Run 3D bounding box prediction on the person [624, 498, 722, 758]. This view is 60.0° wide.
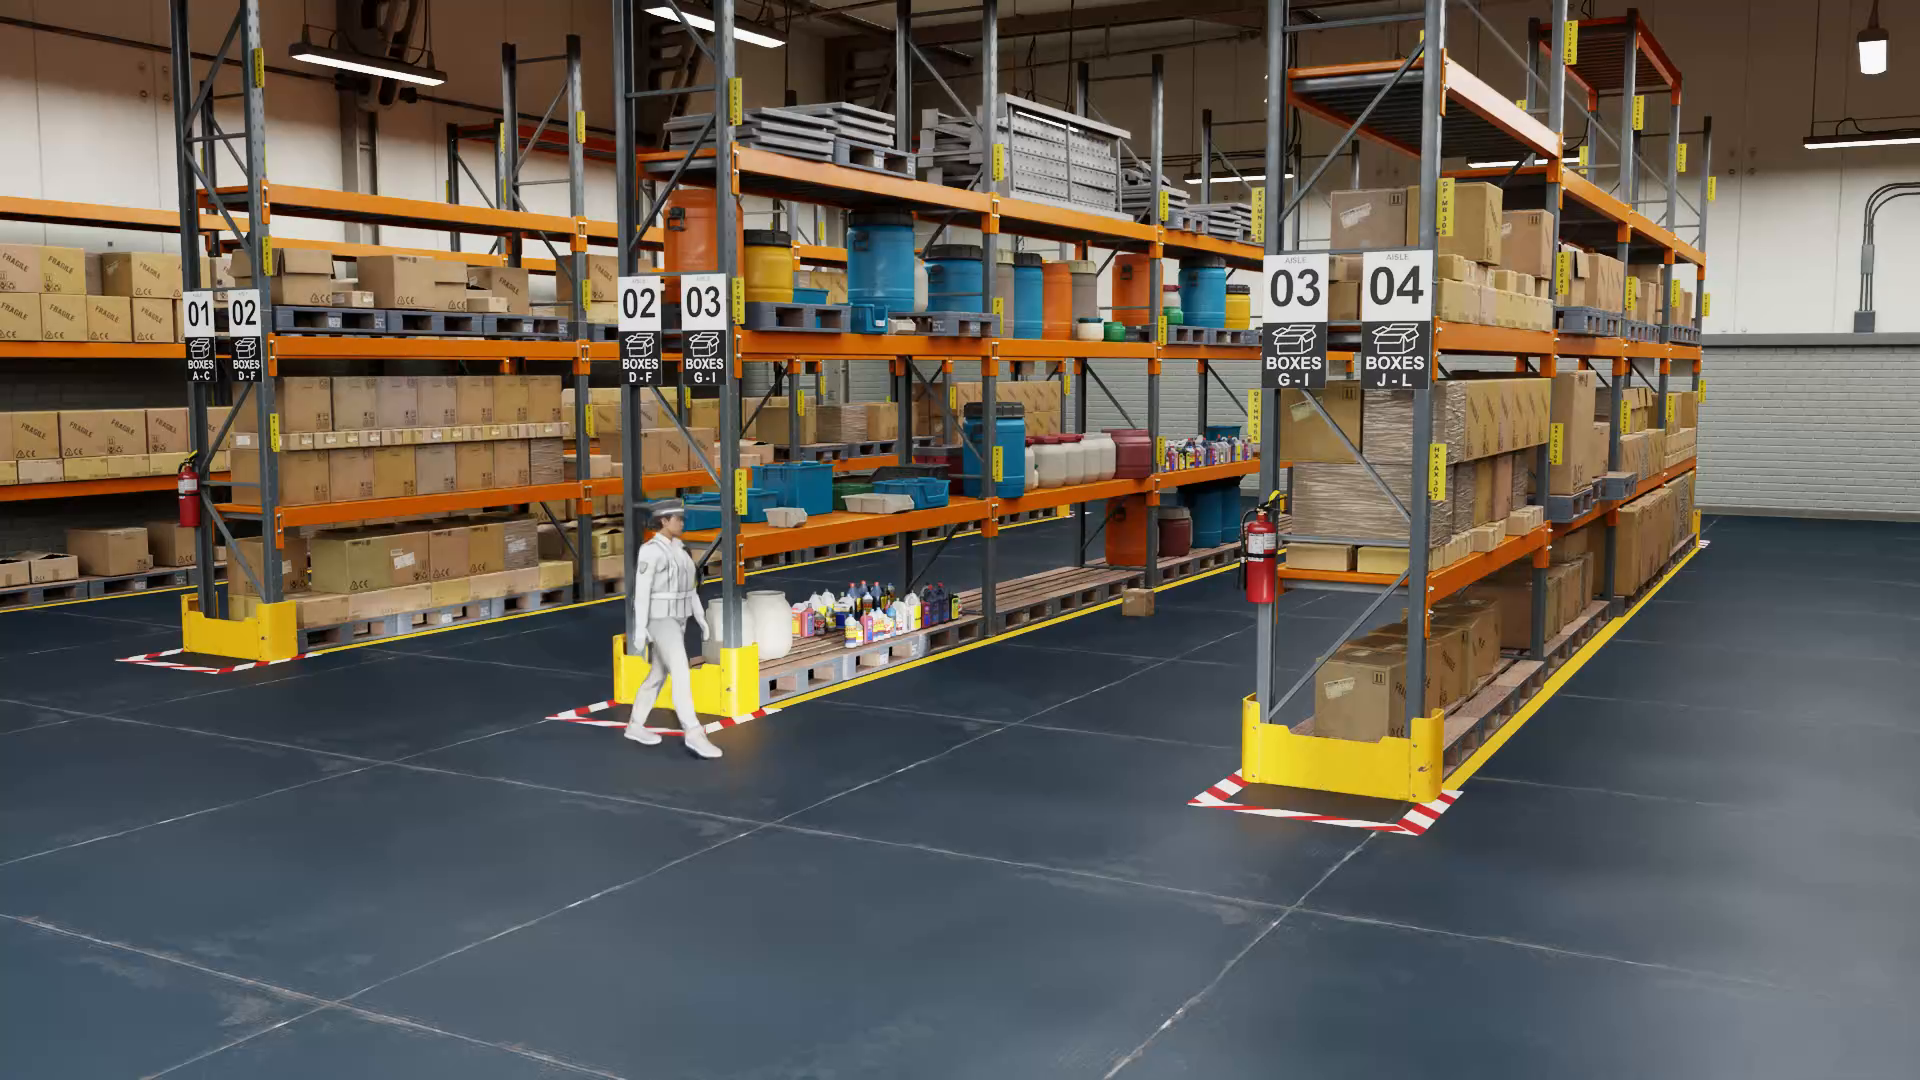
[{"bbox_3d":[-1.868,0.553,11.035,0.797,1.656,0.539,2,6,17],"label":"person"}]
